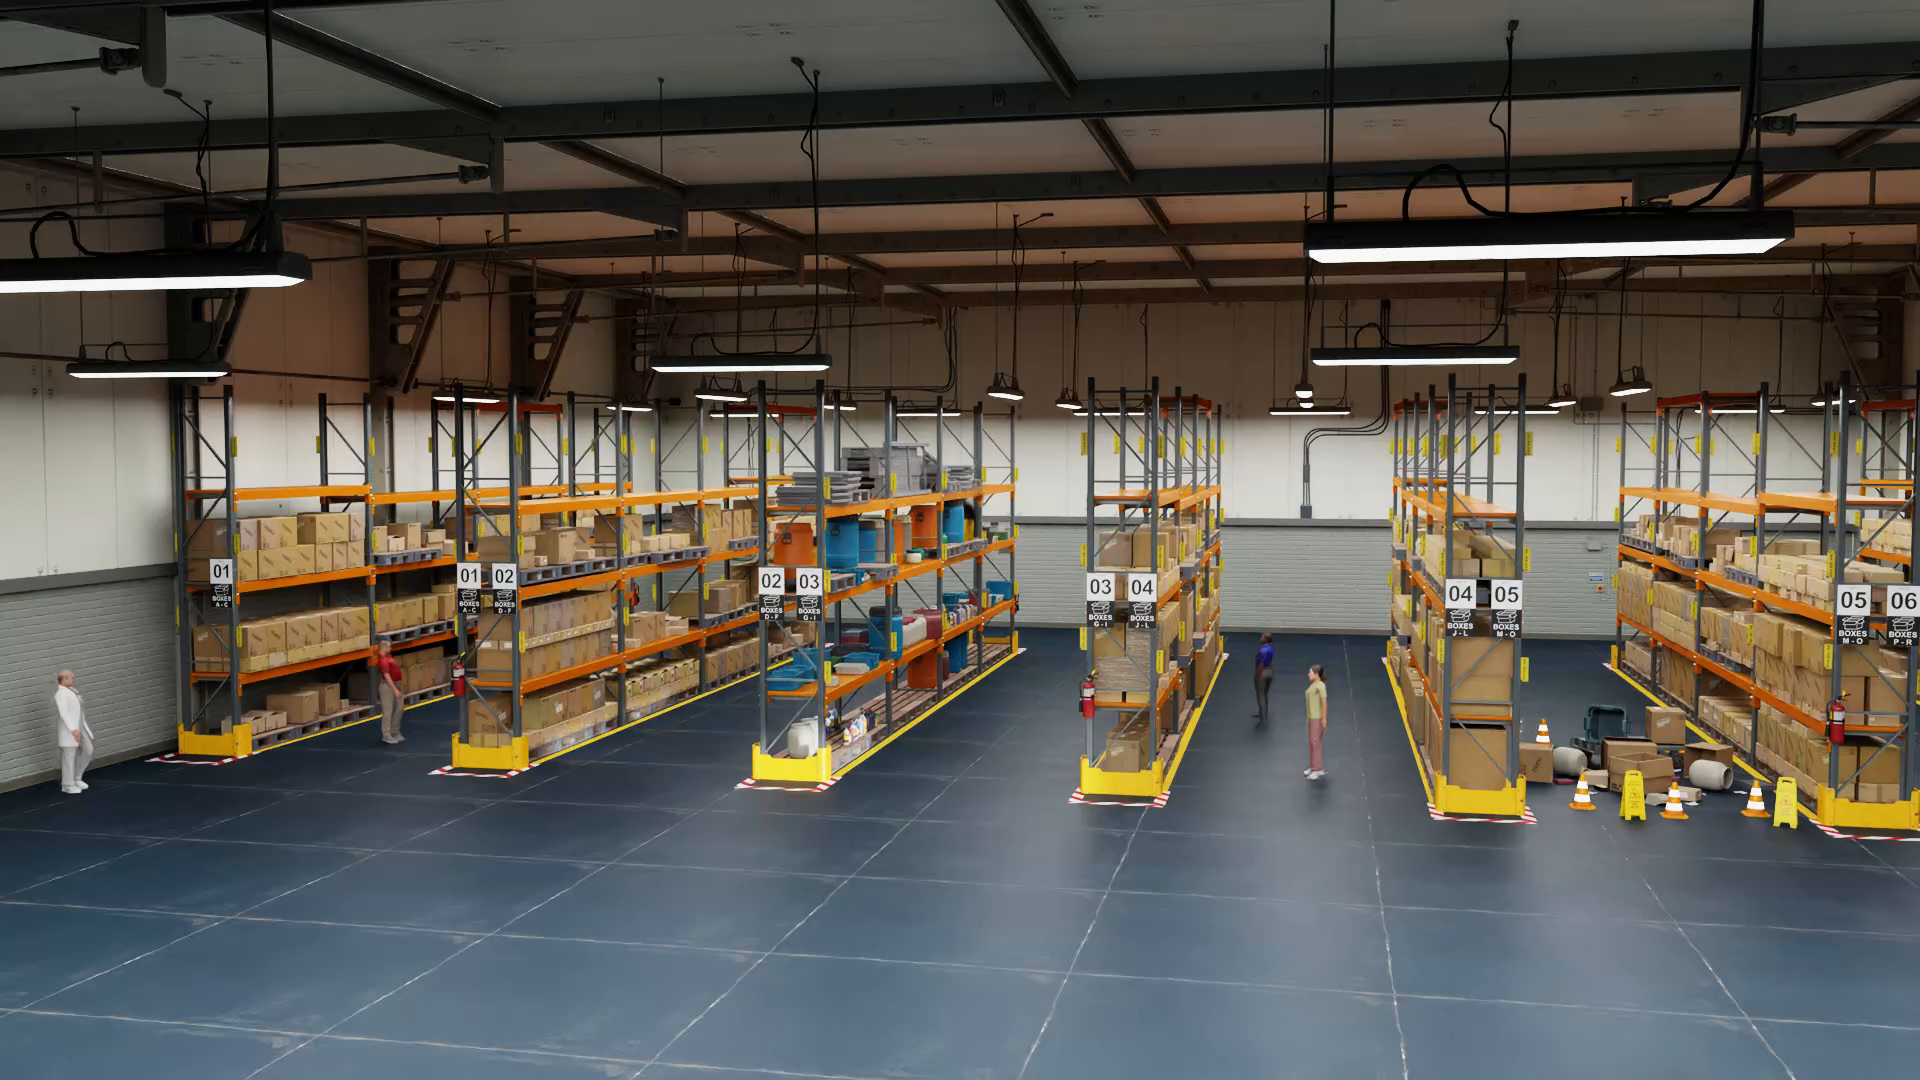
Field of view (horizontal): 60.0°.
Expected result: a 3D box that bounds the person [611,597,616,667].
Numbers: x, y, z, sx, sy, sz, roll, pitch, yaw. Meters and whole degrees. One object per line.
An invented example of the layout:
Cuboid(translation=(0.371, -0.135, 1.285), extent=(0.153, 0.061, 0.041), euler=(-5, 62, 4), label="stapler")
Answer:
Cuboid(translation=(-7.952, 2.039, 37.734), extent=(0.423, 1.703, 0.416), euler=(-2, 4, -31), label="person")

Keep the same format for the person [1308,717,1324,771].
Cuboid(translation=(5.434, 3.038, 25.316), extent=(0.267, 0.950, 0.447), euler=(0, 3, -4), label="person")

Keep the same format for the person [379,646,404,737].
Cuboid(translation=(-9.645, 2.560, 28.233), extent=(0.359, 1.554, 0.422), euler=(1, 3, 11), label="person")

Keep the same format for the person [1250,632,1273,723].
Cuboid(translation=(5.473, 2.490, 30.391), extent=(0.464, 1.655, 0.558), euler=(-3, 4, -43), label="person")

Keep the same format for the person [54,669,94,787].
Cuboid(translation=(-12.864, 2.723, 24.121), extent=(0.560, 1.701, 0.644), euler=(0, 3, 6), label="person")
